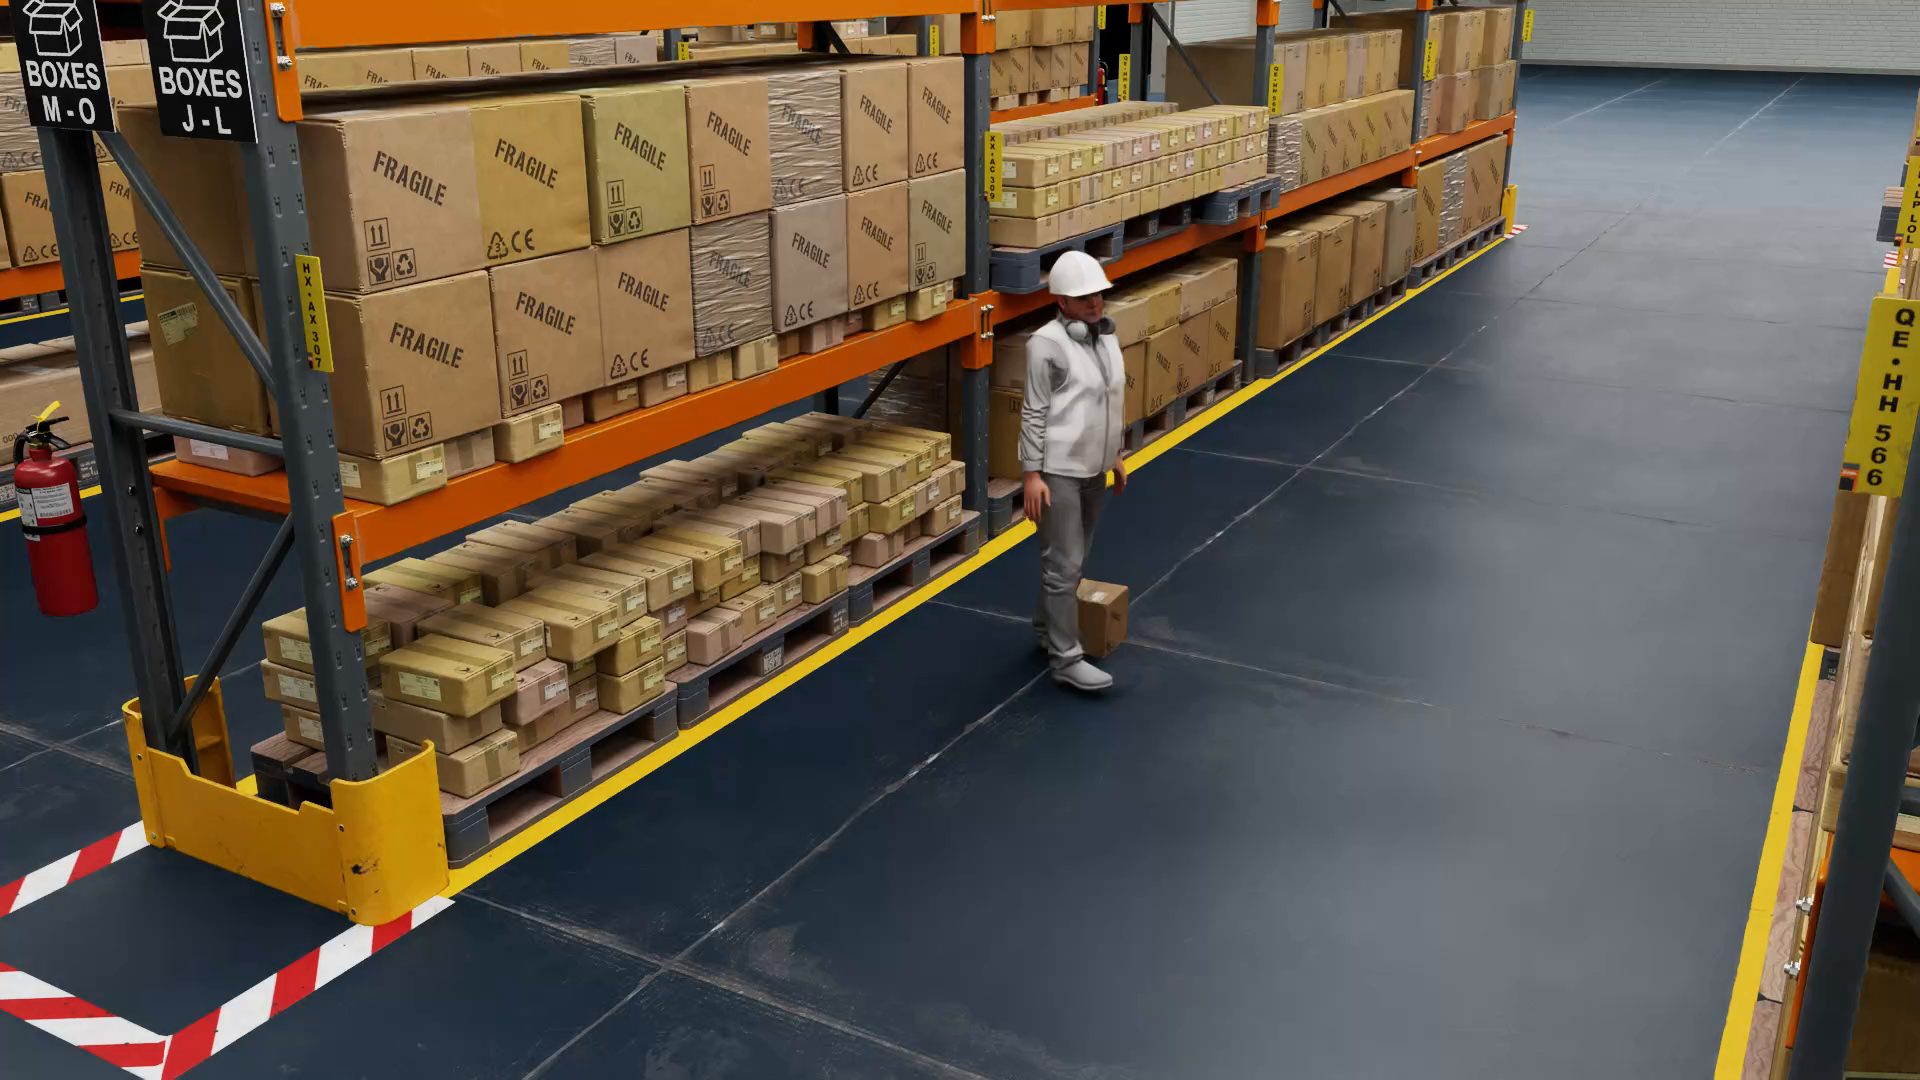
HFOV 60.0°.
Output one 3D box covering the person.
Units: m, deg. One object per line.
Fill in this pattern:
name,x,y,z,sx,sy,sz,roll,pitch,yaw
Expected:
person,0.483,-0.291,6.784,0.574,1.770,0.632,15,24,36
